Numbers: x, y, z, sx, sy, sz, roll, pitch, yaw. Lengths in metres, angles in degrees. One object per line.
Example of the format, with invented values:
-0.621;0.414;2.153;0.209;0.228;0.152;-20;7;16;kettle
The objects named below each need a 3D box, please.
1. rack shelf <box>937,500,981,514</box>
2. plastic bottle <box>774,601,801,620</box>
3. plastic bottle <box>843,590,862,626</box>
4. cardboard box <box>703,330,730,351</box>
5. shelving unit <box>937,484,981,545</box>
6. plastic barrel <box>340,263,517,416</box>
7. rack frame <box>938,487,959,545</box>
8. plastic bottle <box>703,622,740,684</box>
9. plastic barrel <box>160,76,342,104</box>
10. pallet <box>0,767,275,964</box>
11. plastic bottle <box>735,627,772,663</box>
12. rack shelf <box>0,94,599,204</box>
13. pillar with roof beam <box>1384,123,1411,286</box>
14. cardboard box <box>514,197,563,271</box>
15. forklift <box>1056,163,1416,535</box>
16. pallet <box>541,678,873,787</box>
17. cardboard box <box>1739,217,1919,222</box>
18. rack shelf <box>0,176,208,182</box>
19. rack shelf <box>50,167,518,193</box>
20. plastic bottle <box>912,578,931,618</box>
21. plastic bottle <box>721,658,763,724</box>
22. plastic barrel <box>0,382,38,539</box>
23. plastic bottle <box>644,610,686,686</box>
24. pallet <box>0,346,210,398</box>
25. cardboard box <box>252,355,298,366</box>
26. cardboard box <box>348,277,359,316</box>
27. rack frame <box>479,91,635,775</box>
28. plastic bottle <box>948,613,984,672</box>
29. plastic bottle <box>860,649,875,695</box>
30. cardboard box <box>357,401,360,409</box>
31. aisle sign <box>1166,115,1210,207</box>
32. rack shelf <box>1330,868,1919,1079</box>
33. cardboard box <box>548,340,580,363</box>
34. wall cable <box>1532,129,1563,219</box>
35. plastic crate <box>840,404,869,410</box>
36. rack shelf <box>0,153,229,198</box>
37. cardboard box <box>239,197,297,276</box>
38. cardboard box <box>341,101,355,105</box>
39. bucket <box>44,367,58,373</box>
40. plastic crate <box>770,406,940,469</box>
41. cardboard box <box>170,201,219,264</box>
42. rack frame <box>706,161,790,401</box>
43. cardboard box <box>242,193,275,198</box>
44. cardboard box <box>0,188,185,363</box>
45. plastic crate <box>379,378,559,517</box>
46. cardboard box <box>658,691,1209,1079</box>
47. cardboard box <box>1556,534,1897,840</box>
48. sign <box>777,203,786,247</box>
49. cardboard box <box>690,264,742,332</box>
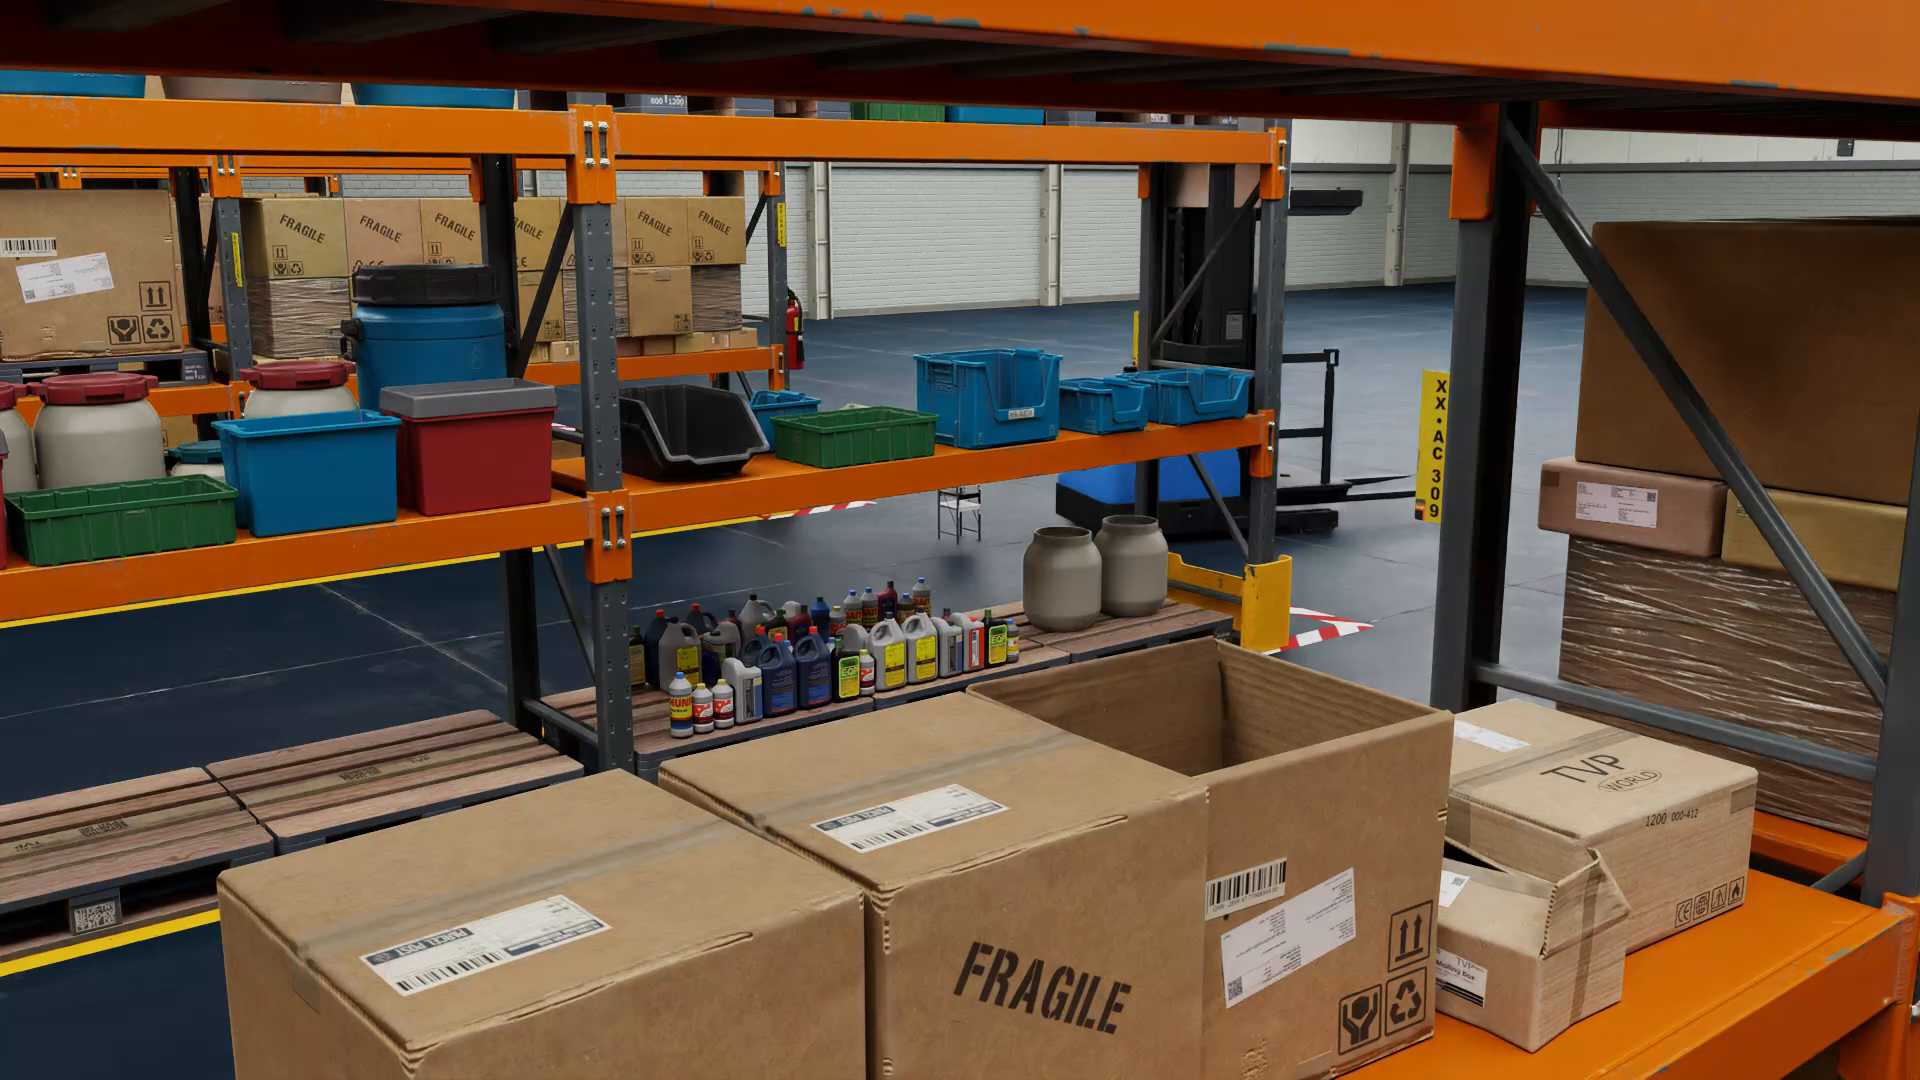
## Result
-0.006;-0.230;12.075;0.200;0.077;0.258;-9;15;-38;rack shelf
-0.864;0.450;8.285;0.135;0.276;0.152;-9;15;-37;plastic bottle
-0.551;0.393;8.565;0.097;0.271;0.097;0;12;0;plastic bottle
-1.978;-1.546;12.793;0.250;0.149;0.380;-9;15;-38;cardboard box
-0.006;-0.439;12.030;0.210;0.900;0.258;-9;15;-38;shelving unit
-2.209;-0.694;6.966;0.708;0.901;0.600;-9;15;-38;plastic barrel
-0.086;-0.426;11.968;0.006;0.900;0.240;-9;15;-38;rack frame
-1.133;0.533;7.893;0.135;0.276;0.152;-9;15;-38;plastic bottle
-2.490;-1.976;5.783;0.600;0.901;0.600;0;12;0;plastic barrel
-3.260;1.182;6.054;1.213;0.211;1.003;-9;15;-38;pallet
-0.919;0.570;7.539;0.185;0.351;0.144;-9;15;-38;plastic bottle
-3.280;-1.305;5.564;4.000;0.370;1.077;-9;15;-38;rack shelf
14.025;-10.369;39.293;0.548;9.000;9.100;-9;15;-38;pillar with roof beam
-3.138;-2.150;11.668;0.500;0.500;0.500;-9;15;-38;cardboard box
2.308;-1.581;12.517;3.031;2.935;1.130;-4;13;-18;forklift
-1.168;0.834;7.691;1.213;0.211;1.003;-9;15;-38;pallet
2.110;-0.453;3.678;0.500;0.500;0.700;-9;15;-38;cardboard box
-12.545;-5.039;23.150;4.000;0.370;1.077;-9;15;-38;rack shelf
-6.270;-3.445;15.642;4.000;0.370;1.077;-9;15;-38;rack shelf
-0.205;0.336;8.835;0.097;0.271;0.097;0;12;0;plastic bottle
-0.960;0.651;7.339;0.135;0.276;0.152;-9;15;-36;plastic bottle
-3.513;-0.276;5.879;0.433;0.535;0.433;0;12;0;plastic barrel
-1.395;0.501;7.866;0.185;0.351;0.144;-10;16;-39;plastic bottle
-5.500;-1.083;10.470;1.213;0.211;1.003;-9;15;-38;pallet
-4.456;-1.109;10.734;0.250;0.149;0.380;-9;15;-38;cardboard box
-4.010;-1.555;11.271;0.500;0.500;0.875;-9;15;-38;cardboard box
-1.718;-0.449;7.023;0.127;3.000;1.000;-9;15;-38;rack frame
0.031;0.486;8.114;0.135;0.276;0.152;-9;15;-37;plastic bottle
-0.445;0.609;7.715;0.097;0.201;0.097;0;12;0;plastic bottle
-5.882;-1.542;16.274;0.875;0.875;0.875;-10;15;-39;cardboard box
1.279;-2.297;9.465;0.004;0.787;0.394;-9;15;-38;aisle sign
-0.188;0.966;2.090;4.000;0.370;1.077;-9;15;-38;rack shelf
-2.888;-1.367;11.948;0.250;0.149;0.380;-9;15;-38;cardboard box
14.462;-9.716;43.694;0.112;2.526;3.097;-9;15;-38;wall cable
-0.608;-0.572;8.236;0.437;0.136;0.530;-9;15;-38;plastic crate
-6.374;-2.108;9.347;4.000;0.370;1.077;-9;15;-38;rack shelf
-4.633;-2.039;11.146;0.500;0.500;0.500;-9;15;-38;cardboard box
-3.891;-2.733;10.917;0.500;0.250;0.500;-10;15;-38;cardboard box
-9.166;-1.604;16.683;0.620;0.611;0.726;-14;16;-16;bucket
-0.482;-0.476;7.659;0.662;0.188;0.450;-9;15;-38;plastic crate
-7.165;-2.804;15.153;0.550;0.550;0.875;-9;15;-38;cardboard box
-1.689;-1.772;13.251;0.127;3.000;1.000;-9;15;-38;rack frame
-8.542;-3.896;19.893;0.500;0.500;0.700;-9;15;-37;cardboard box
-5.520;-1.671;10.322;1.000;1.000;1.000;-9;15;-37;cardboard box
-1.905;-0.368;6.487;0.583;0.464;0.402;-9;15;-38;plastic crate
-0.039;0.536;2.142;0.500;0.500;0.500;-9;15;-38;cardboard box
1.716;0.247;3.503;0.500;0.500;0.700;-10;16;-39;cardboard box
-1.358;-2.400;12.661;0.005;0.325;0.100;-9;15;-38;sign
-2.135;-1.899;12.894;0.500;0.500;0.875;-9;15;-38;cardboard box
